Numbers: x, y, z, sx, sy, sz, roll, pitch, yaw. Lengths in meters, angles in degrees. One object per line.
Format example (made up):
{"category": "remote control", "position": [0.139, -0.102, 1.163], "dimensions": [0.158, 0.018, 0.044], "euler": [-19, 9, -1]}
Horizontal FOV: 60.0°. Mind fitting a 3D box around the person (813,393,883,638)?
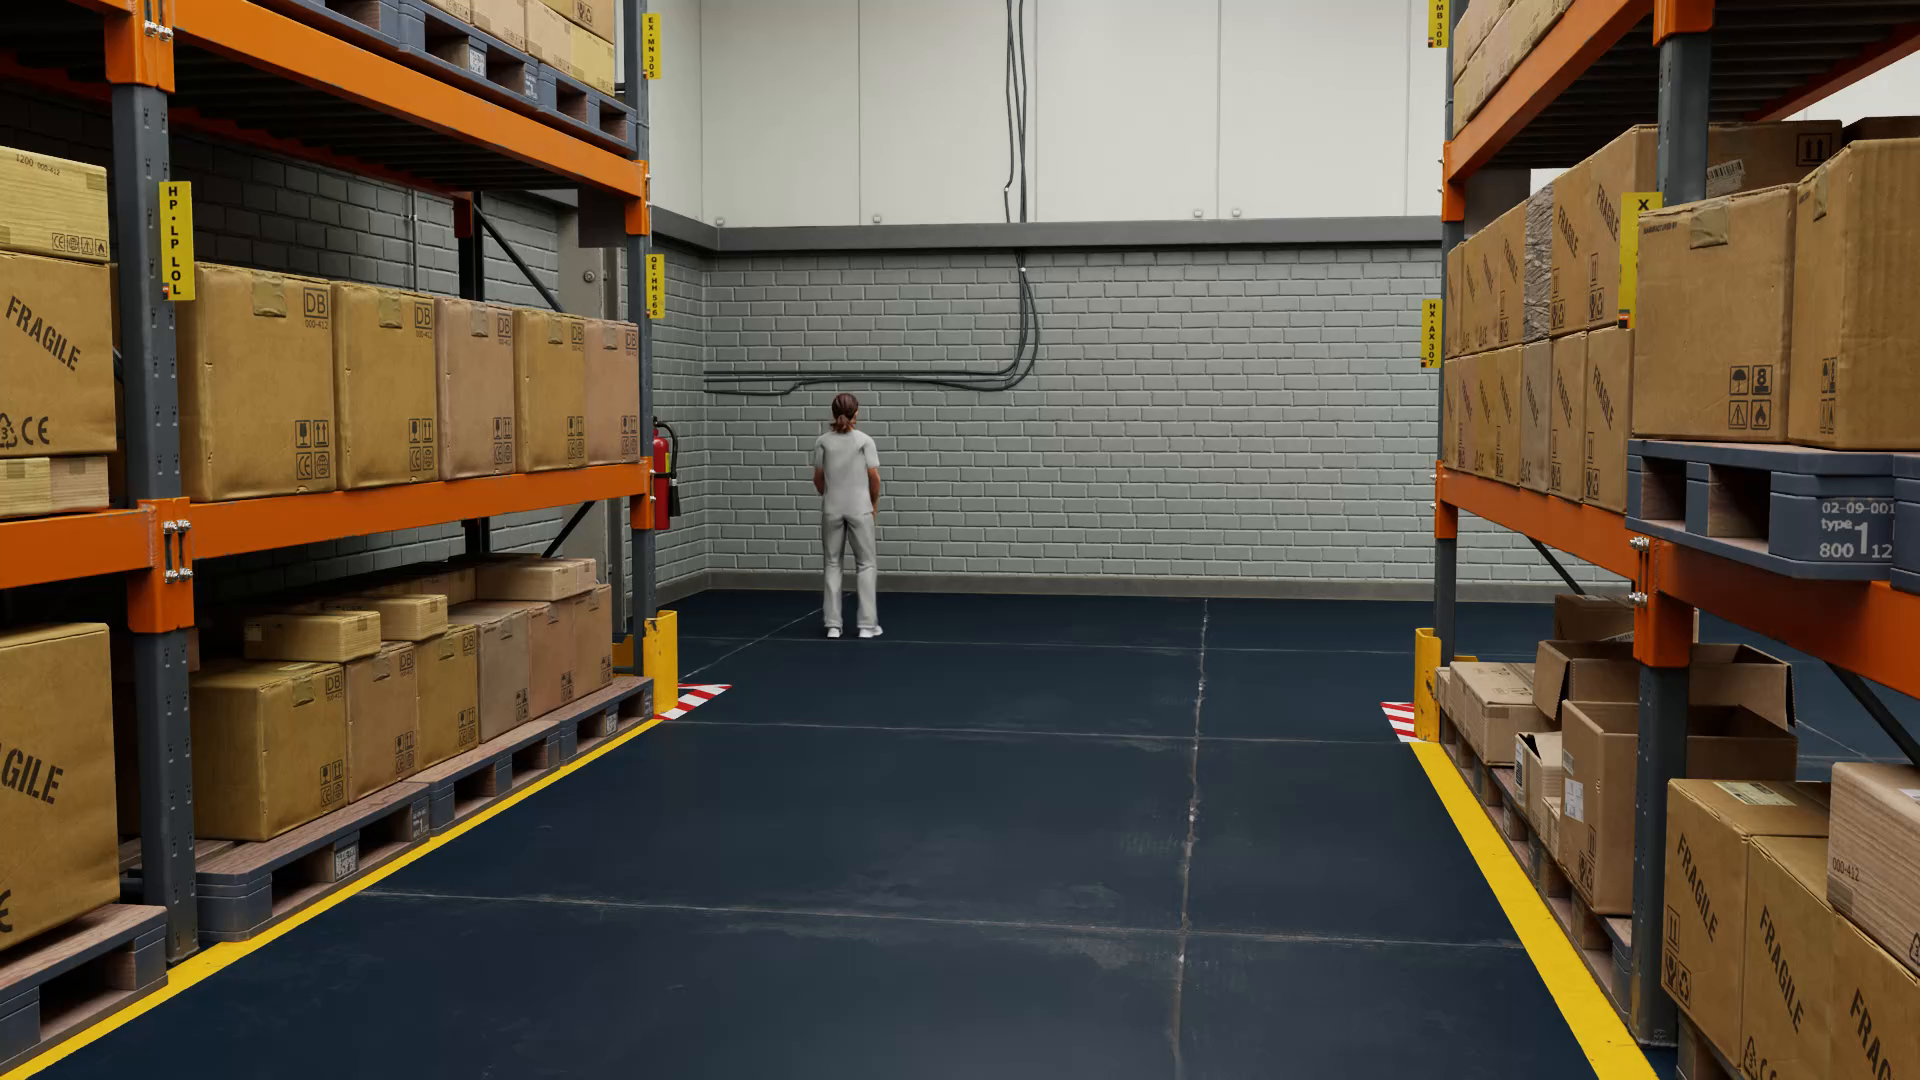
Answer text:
{"category": "person", "position": [-0.773, -0.169, 11.457], "dimensions": [0.466, 1.676, 0.429], "euler": [1, 5, 8]}
